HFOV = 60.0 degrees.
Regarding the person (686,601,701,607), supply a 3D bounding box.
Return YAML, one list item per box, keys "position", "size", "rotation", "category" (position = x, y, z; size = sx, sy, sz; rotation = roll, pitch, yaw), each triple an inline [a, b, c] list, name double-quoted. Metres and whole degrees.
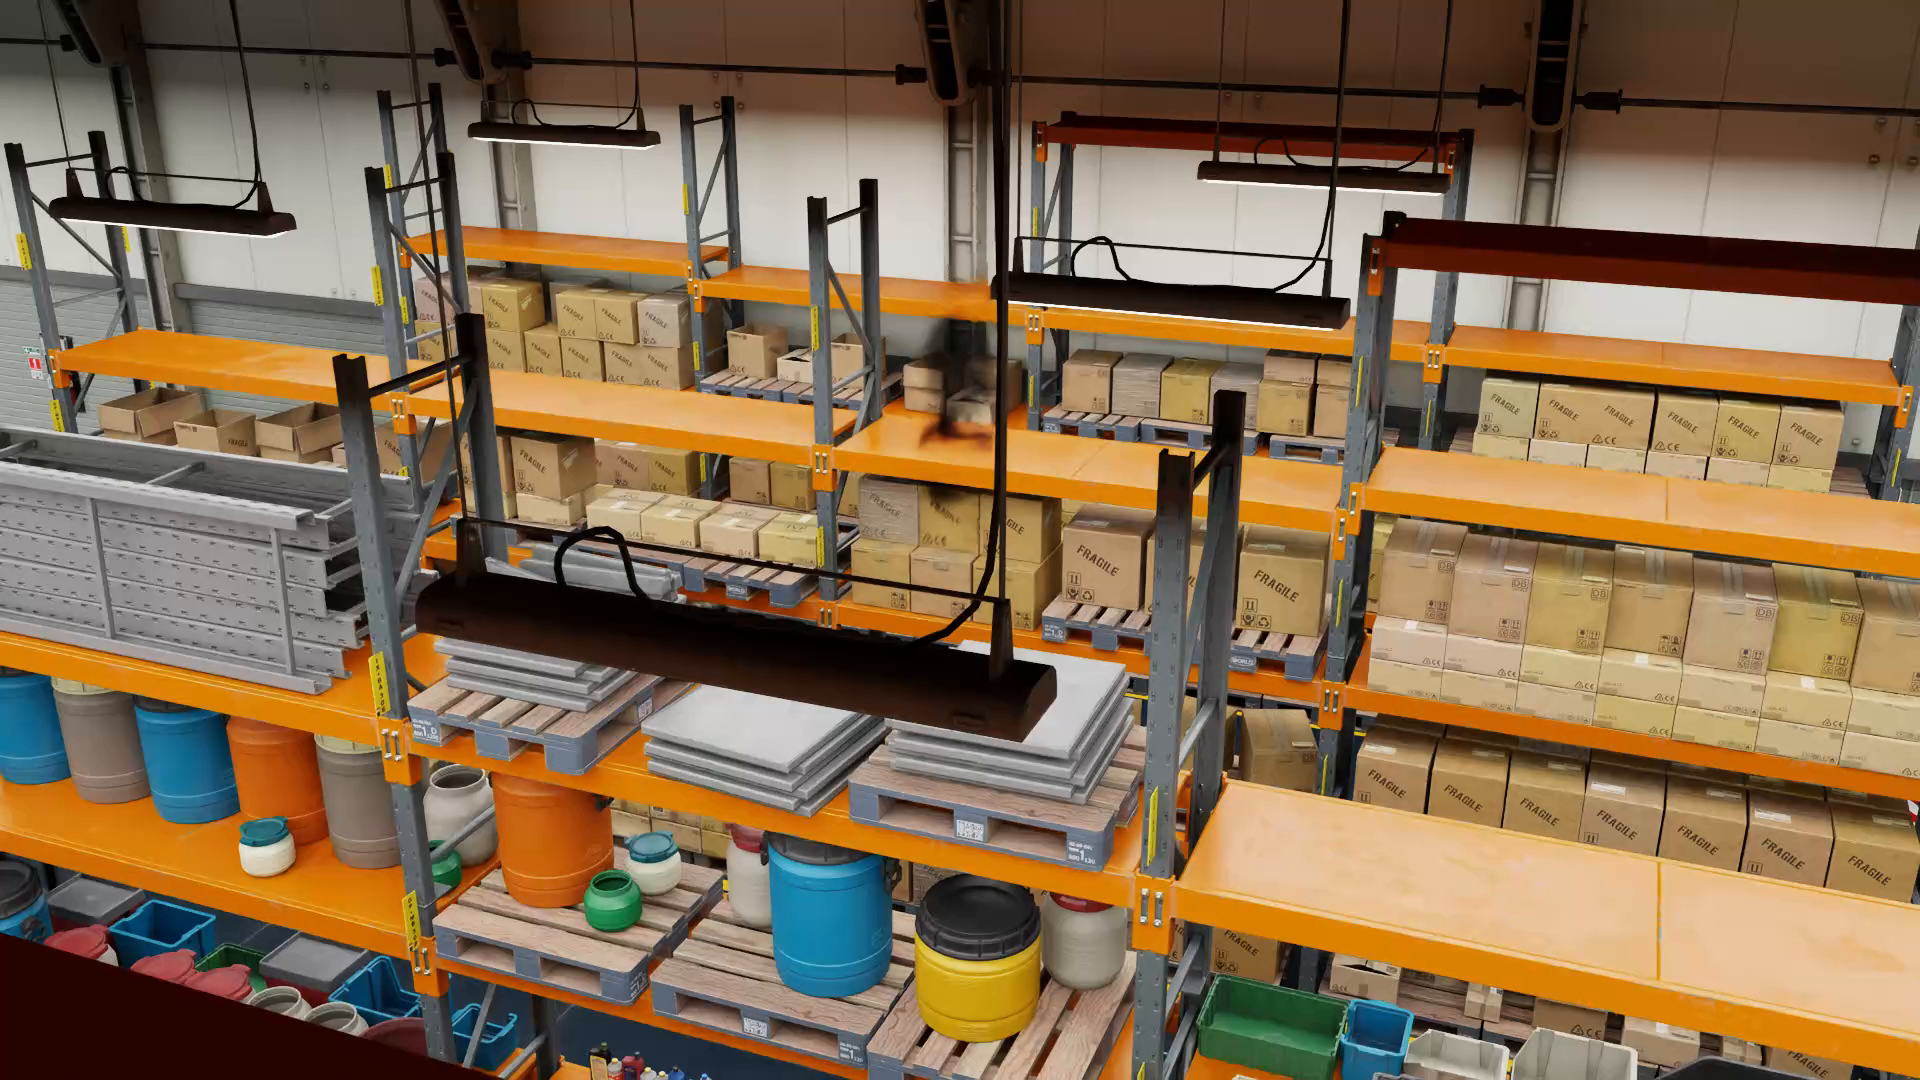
- position: [-2.736, 0.864, 17.470]
  size: [0.739, 1.693, 0.447]
  rotation: [1, 21, 2]
  category: "person"
